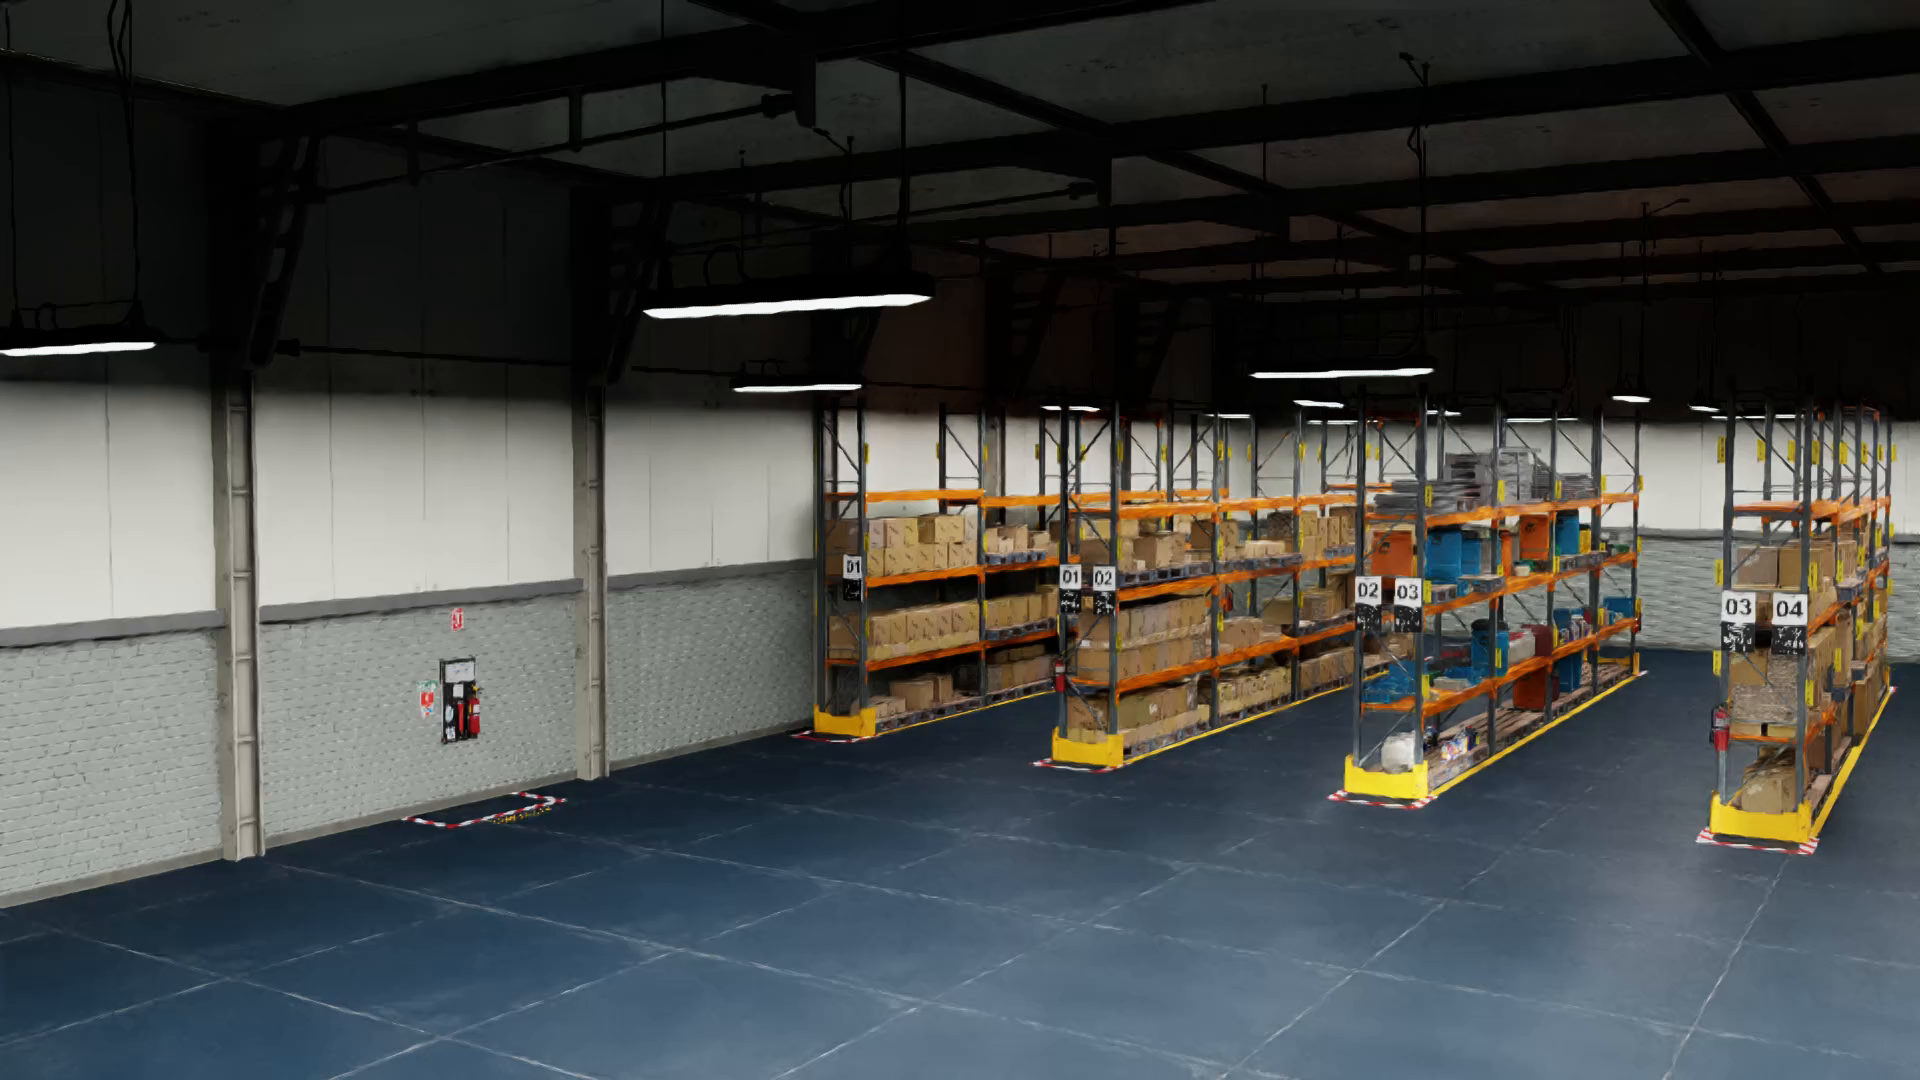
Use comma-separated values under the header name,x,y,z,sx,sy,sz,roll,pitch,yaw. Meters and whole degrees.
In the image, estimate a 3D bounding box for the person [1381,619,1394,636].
name,x,y,z,sx,sy,sz,roll,pitch,yaw
person,11.131,1.834,43.187,0.734,1.774,0.575,-1,3,-19
